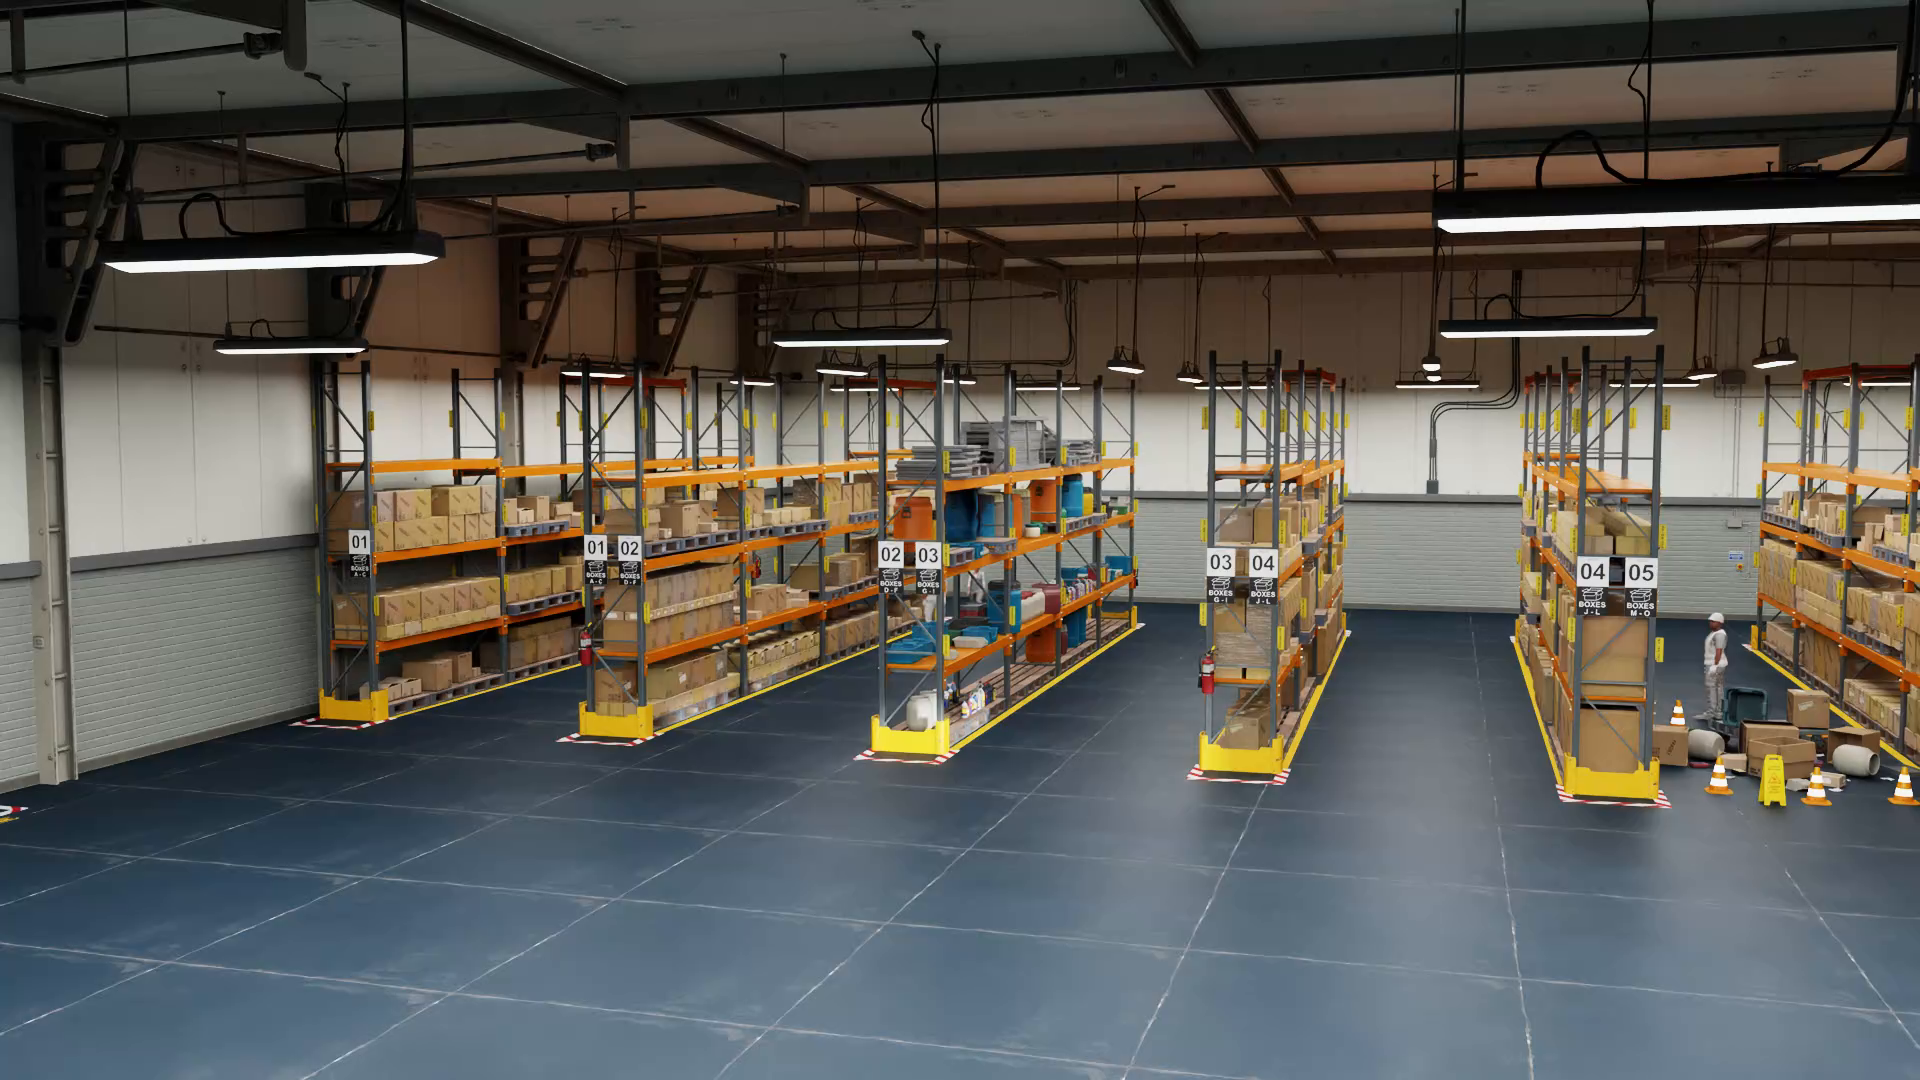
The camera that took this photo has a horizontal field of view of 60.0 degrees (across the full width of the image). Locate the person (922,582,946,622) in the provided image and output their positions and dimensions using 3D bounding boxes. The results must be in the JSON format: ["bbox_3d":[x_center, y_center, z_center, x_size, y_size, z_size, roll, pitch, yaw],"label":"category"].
[{"bbox_3d":[-0.609,1.398,37.915,0.596,1.730,1.060,1,4,14],"label":"person"}]

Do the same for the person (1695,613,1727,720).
[{"bbox_3d":[12.683,2.121,27.967,0.449,1.788,0.621,3,5,40],"label":"person"}]

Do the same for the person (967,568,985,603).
[{"bbox_3d":[0.412,1.283,41.121,0.426,1.545,0.874,1,4,11],"label":"person"}]
